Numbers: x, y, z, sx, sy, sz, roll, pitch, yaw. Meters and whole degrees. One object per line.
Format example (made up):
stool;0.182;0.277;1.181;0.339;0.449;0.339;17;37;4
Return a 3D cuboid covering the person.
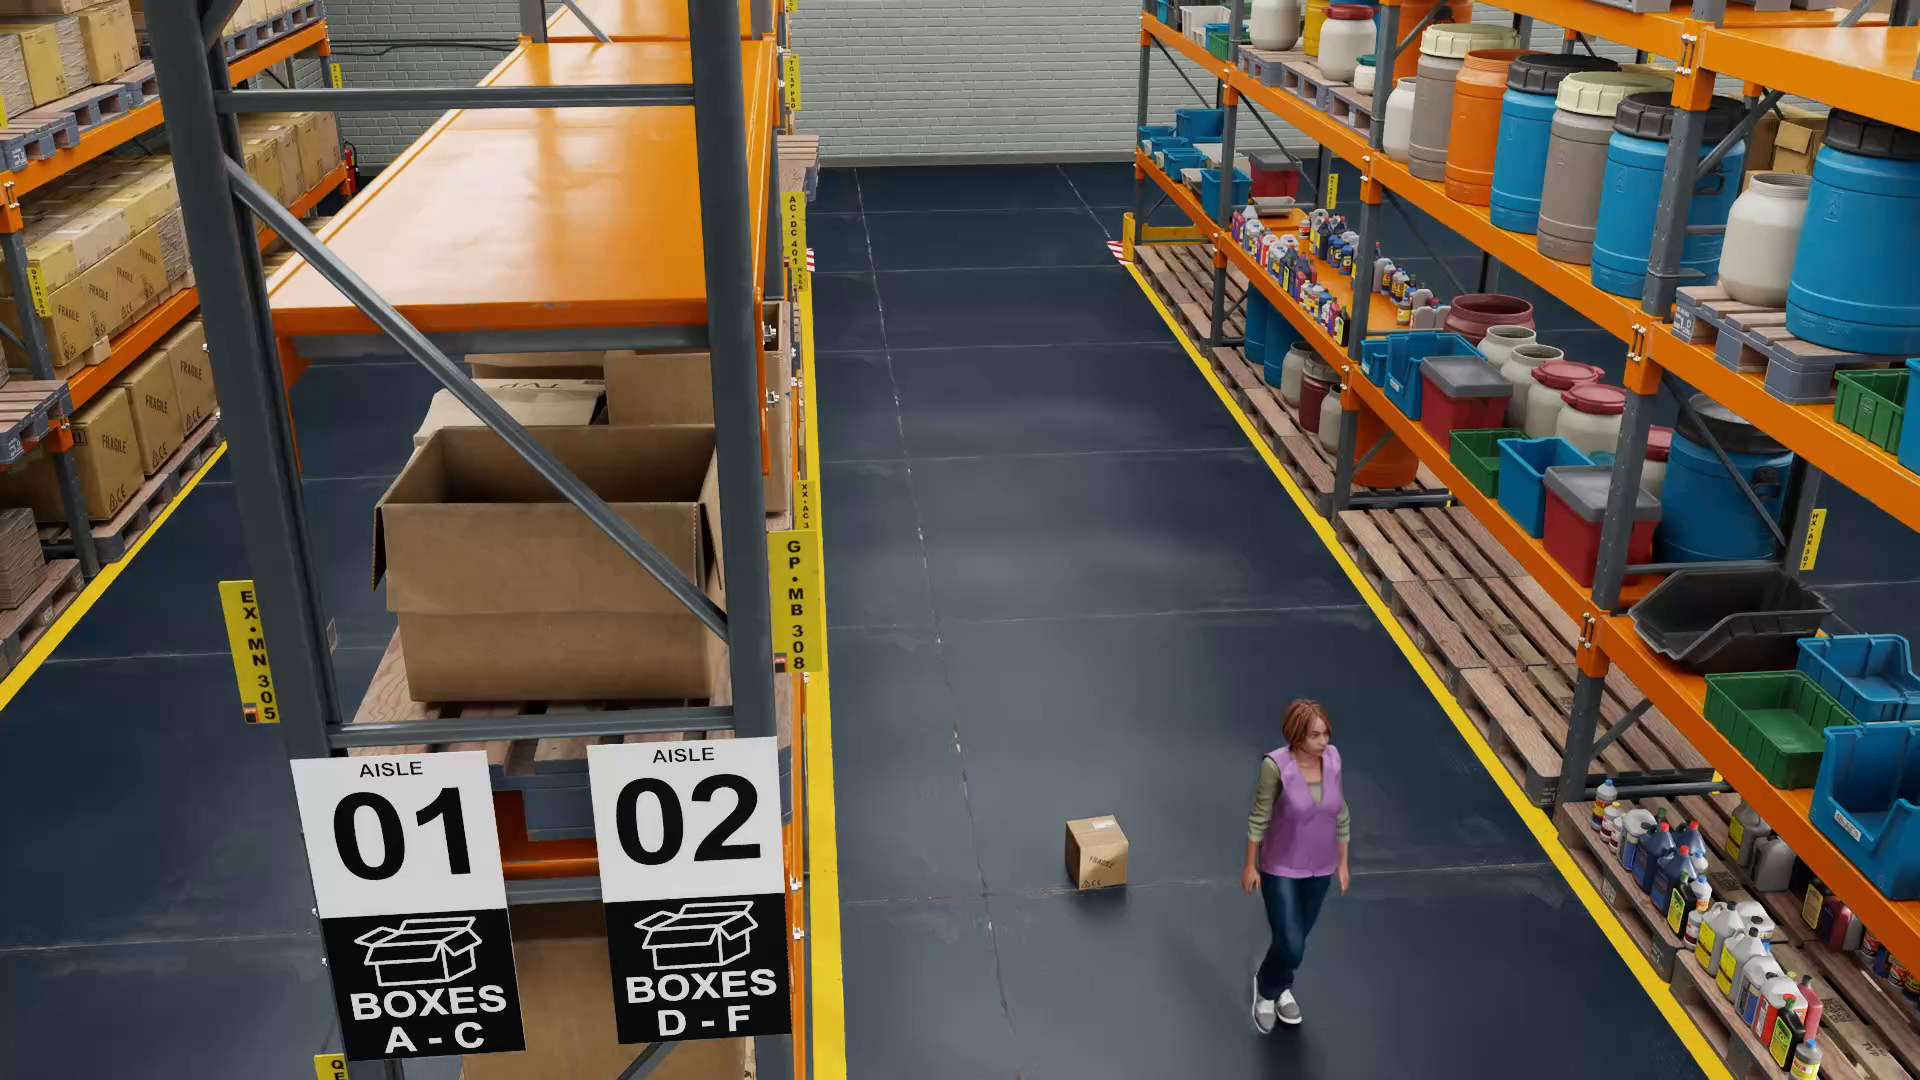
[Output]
person;1.452;1.414;7.089;0.447;1.609;0.446;-9;26;-19
